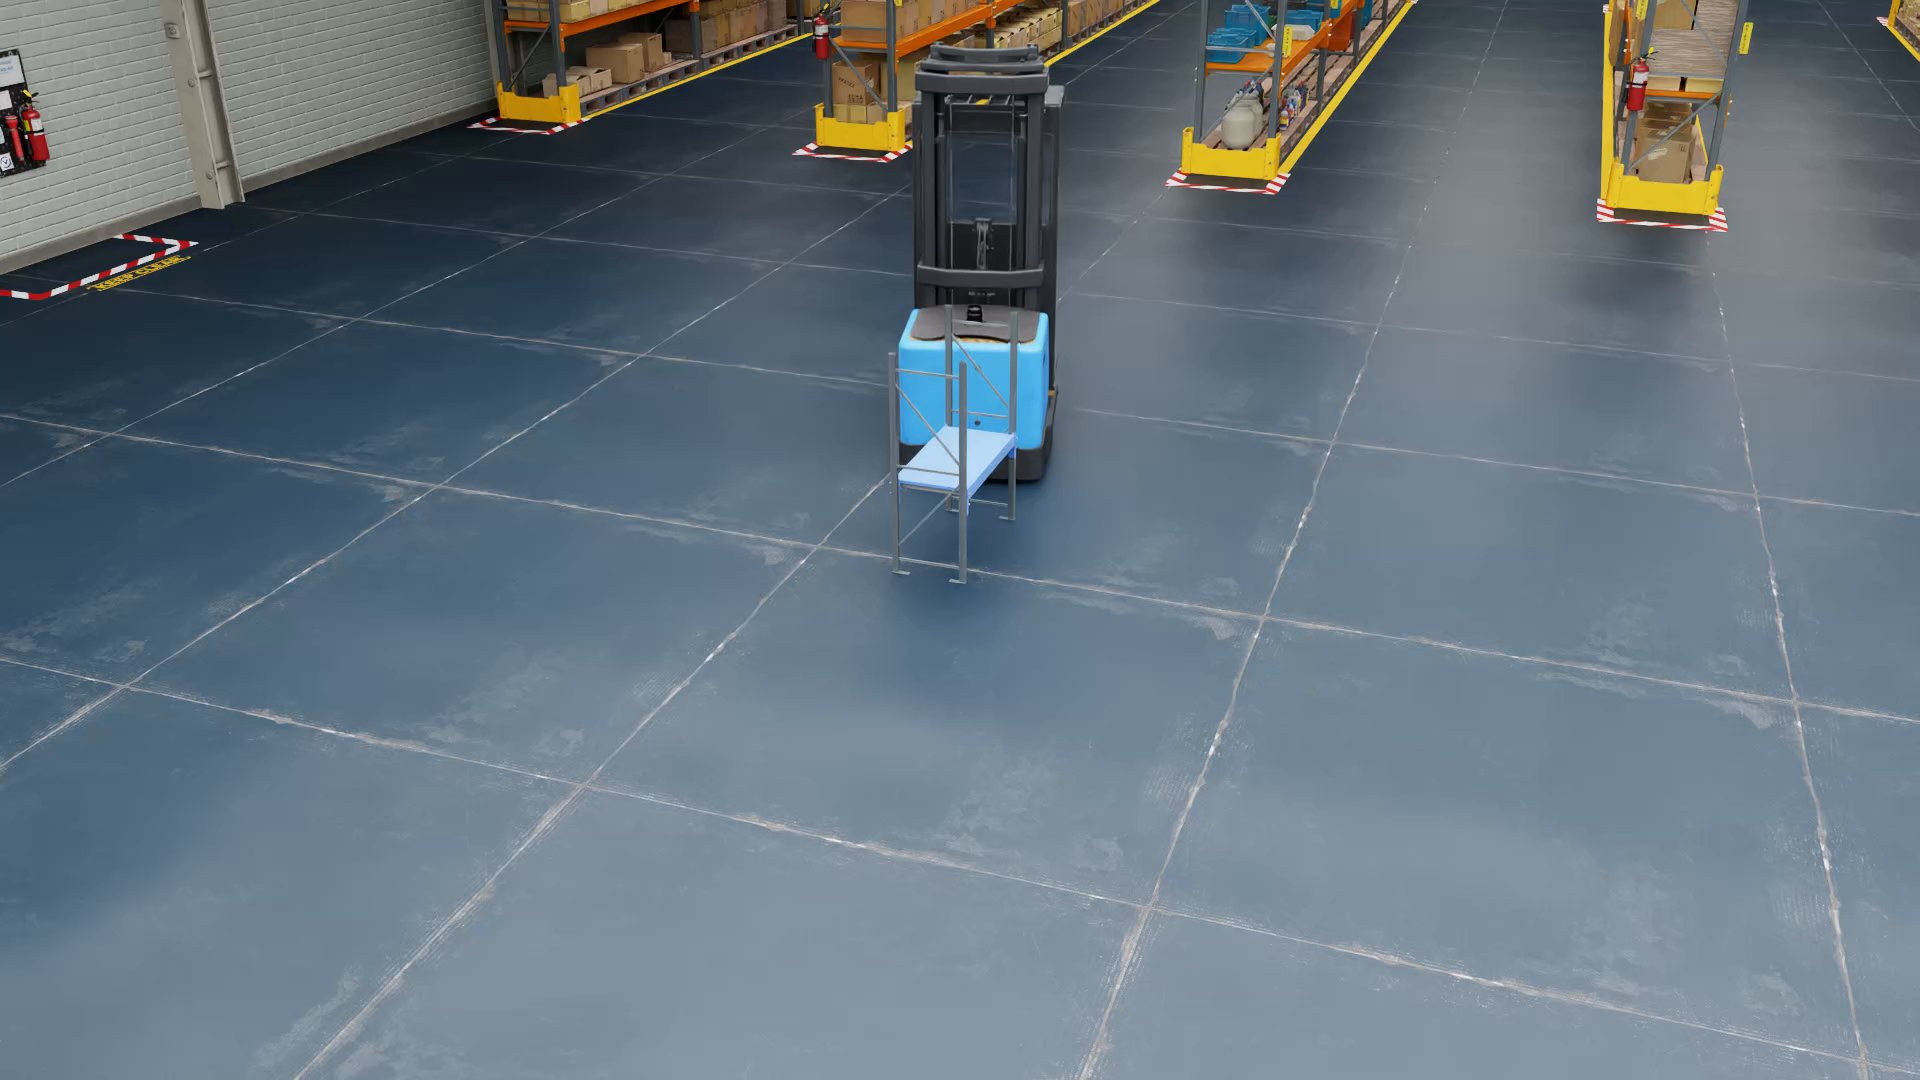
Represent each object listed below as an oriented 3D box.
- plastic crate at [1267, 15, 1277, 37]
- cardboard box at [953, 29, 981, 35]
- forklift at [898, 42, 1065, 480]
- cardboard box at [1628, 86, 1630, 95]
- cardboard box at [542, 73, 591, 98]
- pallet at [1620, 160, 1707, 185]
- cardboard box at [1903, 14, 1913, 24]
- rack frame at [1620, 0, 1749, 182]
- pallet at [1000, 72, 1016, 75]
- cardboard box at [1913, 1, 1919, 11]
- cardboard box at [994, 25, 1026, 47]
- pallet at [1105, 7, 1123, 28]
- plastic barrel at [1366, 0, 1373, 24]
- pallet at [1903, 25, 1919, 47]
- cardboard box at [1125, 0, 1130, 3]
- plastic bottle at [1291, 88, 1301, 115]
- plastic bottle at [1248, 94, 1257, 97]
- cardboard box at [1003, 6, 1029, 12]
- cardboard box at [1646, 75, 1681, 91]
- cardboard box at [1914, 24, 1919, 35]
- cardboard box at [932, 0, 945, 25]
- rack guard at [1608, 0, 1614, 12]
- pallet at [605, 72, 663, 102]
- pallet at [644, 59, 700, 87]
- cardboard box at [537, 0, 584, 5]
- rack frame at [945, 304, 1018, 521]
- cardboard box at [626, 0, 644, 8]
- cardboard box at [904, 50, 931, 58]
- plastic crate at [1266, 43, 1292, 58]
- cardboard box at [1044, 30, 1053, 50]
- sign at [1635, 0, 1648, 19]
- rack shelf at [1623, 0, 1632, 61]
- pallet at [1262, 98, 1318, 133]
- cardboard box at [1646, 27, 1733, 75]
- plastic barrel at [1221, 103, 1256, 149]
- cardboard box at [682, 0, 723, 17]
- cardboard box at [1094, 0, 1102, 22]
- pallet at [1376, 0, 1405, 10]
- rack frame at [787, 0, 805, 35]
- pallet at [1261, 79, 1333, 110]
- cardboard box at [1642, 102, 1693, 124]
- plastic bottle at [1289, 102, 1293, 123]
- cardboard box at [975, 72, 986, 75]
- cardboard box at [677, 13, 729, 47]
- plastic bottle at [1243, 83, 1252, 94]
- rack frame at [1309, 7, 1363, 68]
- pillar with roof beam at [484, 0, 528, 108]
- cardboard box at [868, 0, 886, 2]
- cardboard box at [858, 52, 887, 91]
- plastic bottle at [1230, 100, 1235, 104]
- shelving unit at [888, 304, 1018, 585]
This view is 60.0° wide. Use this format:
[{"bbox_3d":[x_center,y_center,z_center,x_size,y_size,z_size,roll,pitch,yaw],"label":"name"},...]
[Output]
[{"bbox_3d":[3.975,-6.900,22.301,0.450,0.188,0.662,9,27,17],"label":"plastic crate"},{"bbox_3d":[0.055,-7.858,26.068,0.500,0.311,0.500,10,27,19],"label":"cardboard box"},{"bbox_3d":[0.216,-2.360,12.760,1.130,2.935,3.031,2,26,5],"label":"forklift"},{"bbox_3d":[9.950,-6.539,23.677,0.700,0.500,0.500,6,27,13],"label":"cardboard box"},{"bbox_3d":[-5.666,-6.564,23.945,0.500,0.311,0.500,6,26,12],"label":"cardboard box"},{"bbox_3d":[8.361,-4.255,19.795,1.003,0.211,1.213,9,27,17],"label":"pallet"},{"bbox_3d":[17.250,-9.390,29.990,0.380,0.149,0.250,9,27,18],"label":"cardboard box"},{"bbox_3d":[8.032,-5.150,18.444,1.000,3.000,0.127,9,27,17],"label":"rack frame"},{"bbox_3d":[0.231,-7.285,26.054,1.003,0.211,1.213,9,27,17],"label":"pallet"},{"bbox_3d":[17.086,-9.428,29.387,0.380,0.149,0.250,9,27,18],"label":"cardboard box"},{"bbox_3d":[0.738,-7.987,26.334,0.500,0.311,0.500,8,27,16],"label":"cardboard box"},{"bbox_3d":[2.450,-9.924,31.506,1.003,0.211,1.213,9,27,17],"label":"pallet"},{"bbox_3d":[7.158,-9.823,30.022,0.600,0.901,0.708,9,27,17],"label":"plastic barrel"},{"bbox_3d":[17.264,-8.850,29.285,1.003,0.211,1.213,9,27,17],"label":"pallet"},{"bbox_3d":[3.029,-10.648,32.381,0.500,0.311,0.500,9,27,17],"label":"cardboard box"},{"bbox_3d":[4.579,-6.000,22.734,0.144,0.351,0.185,9,27,17],"label":"plastic bottle"},{"bbox_3d":[3.977,-5.949,22.716,0.152,0.276,0.135,9,27,17],"label":"plastic bottle"},{"bbox_3d":[0.903,-8.907,28.234,0.500,0.311,0.500,10,27,19],"label":"cardboard box"},{"bbox_3d":[7.933,-5.184,18.803,0.380,0.149,0.250,9,27,17],"label":"cardboard box"},{"bbox_3d":[16.823,-8.862,28.901,0.380,0.149,0.250,9,27,17],"label":"cardboard box"},{"bbox_3d":[-0.628,-7.460,23.100,0.700,0.500,0.500,10,27,19],"label":"cardboard box"},{"bbox_3d":[13.365,-10.610,32.590,1.175,0.500,0.348,9,27,17],"label":"rack guard"},{"bbox_3d":[-5.244,-6.909,25.278,1.003,0.211,1.213,9,27,17],"label":"pallet"},{"bbox_3d":[-4.840,-7.412,26.317,1.003,0.211,1.213,9,27,17],"label":"pallet"},{"bbox_3d":[-5.538,-7.736,23.075,0.500,0.500,0.500,9,27,18],"label":"cardboard box"},{"bbox_3d":[0.141,-0.849,11.282,0.500,1.500,0.032,9,27,17],"label":"rack frame"},{"bbox_3d":[-5.014,-8.032,24.546,0.500,0.250,0.500,9,27,18],"label":"cardboard box"},{"bbox_3d":[-0.601,-6.478,23.001,0.500,0.500,0.500,9,27,17],"label":"cardboard box"},{"bbox_3d":[3.963,-6.071,20.648,0.298,0.136,0.250,9,27,17],"label":"plastic crate"},{"bbox_3d":[1.241,-8.363,27.754,0.500,0.250,0.500,8,27,17],"label":"cardboard box"},{"bbox_3d":[7.516,-5.902,18.306,0.100,0.325,0.005,9,27,17],"label":"sign"},{"bbox_3d":[10.029,-7.292,23.694,1.077,0.370,4.000,9,27,17],"label":"rack shelf"},{"bbox_3d":[4.430,-5.987,23.373,1.003,0.211,1.213,9,27,17],"label":"pallet"},{"bbox_3d":[8.241,-5.551,18.816,0.875,0.500,0.500,9,27,17],"label":"cardboard box"},{"bbox_3d":[3.509,-5.219,20.960,0.421,0.512,0.421,0,26,0],"label":"plastic barrel"},{"bbox_3d":[-4.277,-8.845,27.580,0.500,0.250,0.500,8,27,16],"label":"cardboard box"},{"bbox_3d":[2.284,-9.731,30.269,0.500,0.500,0.500,8,27,16],"label":"cardboard box"},{"bbox_3d":[8.375,-10.855,33.427,1.003,0.211,1.213,9,27,17],"label":"pallet"},{"bbox_3d":[-3.318,-10.592,29.685,1.000,3.000,0.127,9,27,17],"label":"rack frame"},{"bbox_3d":[4.918,-6.585,24.609,1.003,0.211,1.213,9,27,17],"label":"pallet"},{"bbox_3d":[8.877,-5.196,20.926,0.500,0.500,0.500,6,27,13],"label":"cardboard box"},{"bbox_3d":[4.406,-5.720,22.248,0.097,0.271,0.097,0,26,0],"label":"plastic bottle"},{"bbox_3d":[0.075,-6.961,24.858,0.500,0.250,0.500,9,27,17],"label":"cardboard box"},{"bbox_3d":[-4.296,-8.546,27.822,0.700,0.500,0.500,8,27,16],"label":"cardboard box"},{"bbox_3d":[3.970,-6.169,23.083,0.144,0.351,0.185,8,27,15],"label":"plastic bottle"},{"bbox_3d":[6.024,-9.156,26.718,1.000,3.000,0.127,9,27,17],"label":"rack frame"},{"bbox_3d":[-2.504,-9.794,21.152,9.100,9.000,0.400,9,27,17],"label":"pillar with roof beam"},{"bbox_3d":[-0.974,-7.055,21.520,0.380,0.149,0.250,9,27,17],"label":"cardboard box"},{"bbox_3d":[-1.091,-6.554,23.156,0.500,0.500,0.500,9,27,17],"label":"cardboard box"},{"bbox_3d":[3.669,-5.758,22.321,0.152,0.276,0.135,9,27,18],"label":"plastic bottle"},{"bbox_3d":[-0.028,-0.640,10.851,0.538,1.500,1.048,9,27,17],"label":"shelving unit"}]
